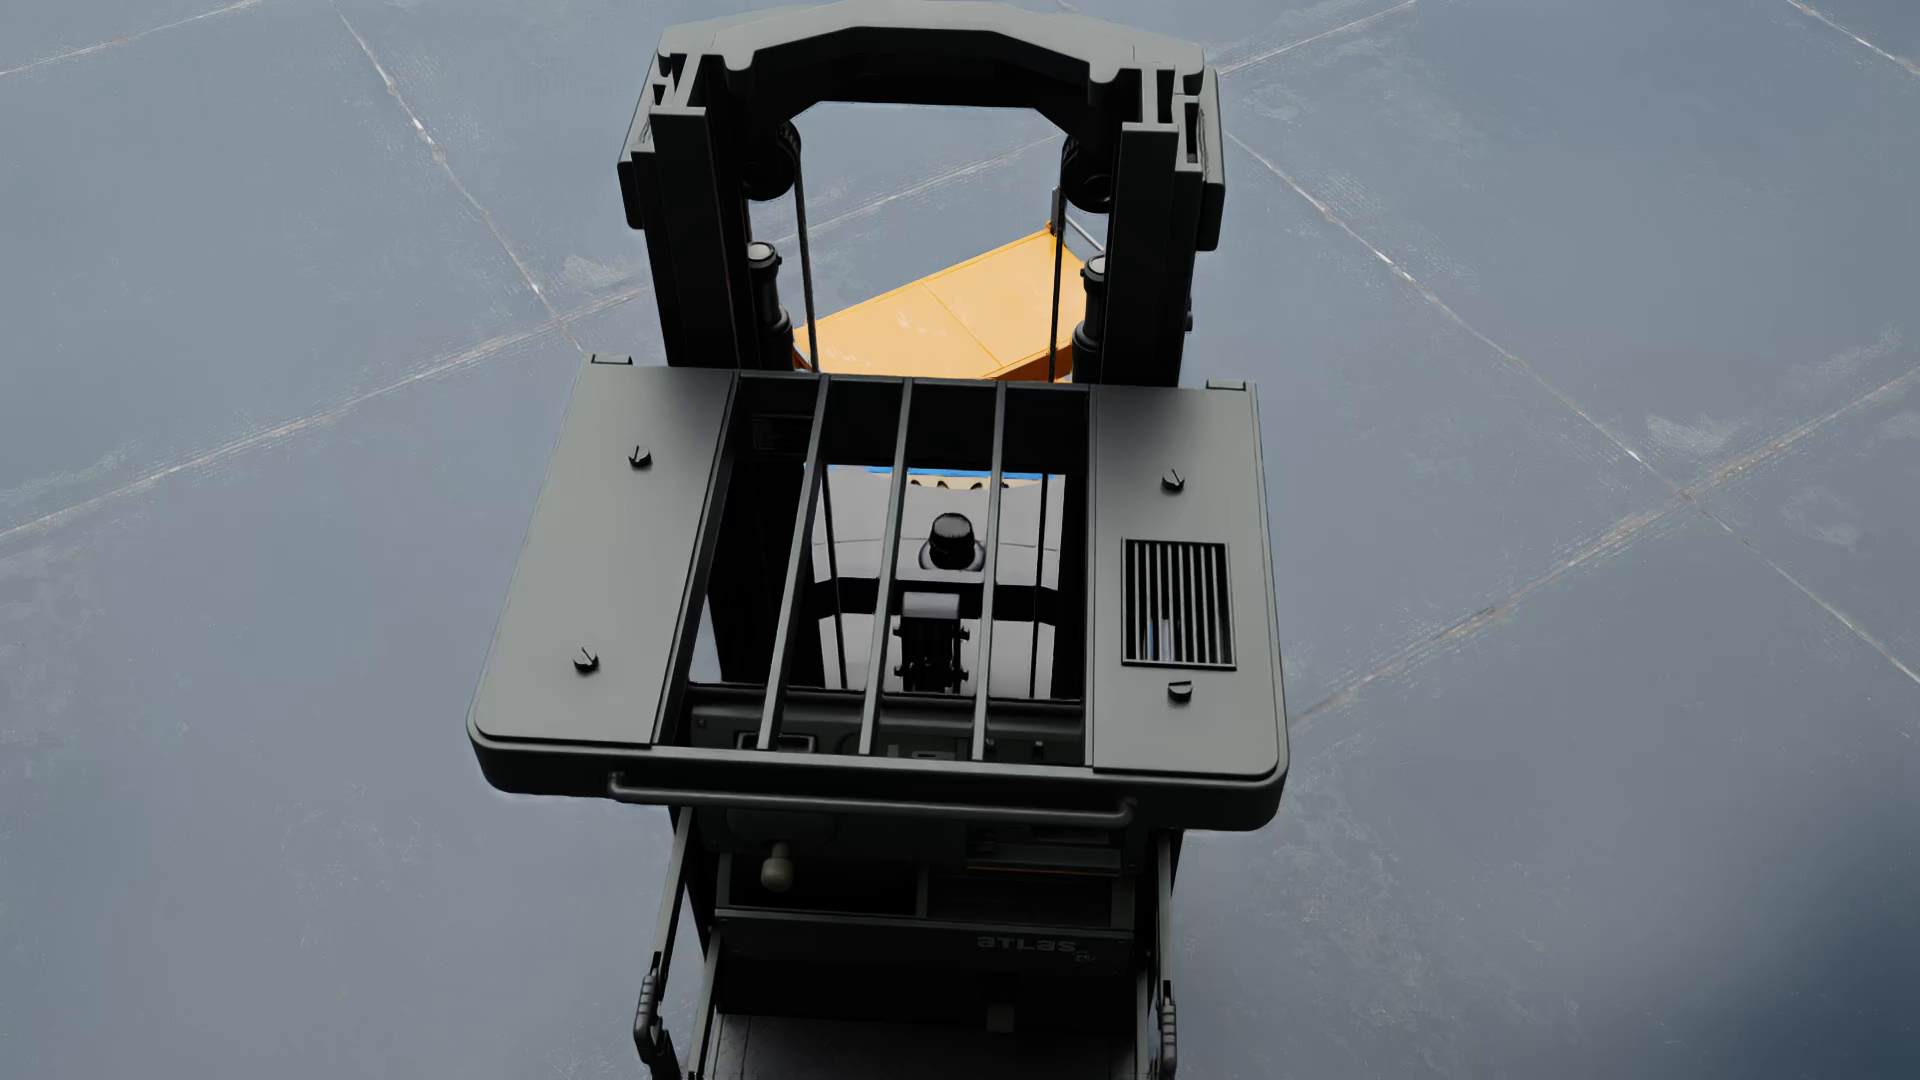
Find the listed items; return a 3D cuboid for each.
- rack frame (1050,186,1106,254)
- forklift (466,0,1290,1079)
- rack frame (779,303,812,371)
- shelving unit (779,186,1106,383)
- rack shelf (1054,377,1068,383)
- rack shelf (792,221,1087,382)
[{"bbox_3d":[0.436,-0.579,5.513,0.032,1.125,0.500,-25,53,-21],"label":"rack frame"},{"bbox_3d":[-0.088,0.634,3.223,1.130,2.935,3.031,3,48,2],"label":"forklift"},{"bbox_3d":[-0.424,-0.174,5.152,0.032,1.125,0.500,-25,53,-21],"label":"rack frame"},{"bbox_3d":[0.006,-0.377,5.332,1.048,1.125,0.538,-25,53,-21],"label":"shelving unit"},{"bbox_3d":[0.006,-0.214,5.515,1.000,0.278,0.538,-25,53,-21],"label":"rack shelf"},{"bbox_3d":[0.006,-0.571,5.114,1.000,0.278,0.538,-25,53,-21],"label":"rack shelf"}]
